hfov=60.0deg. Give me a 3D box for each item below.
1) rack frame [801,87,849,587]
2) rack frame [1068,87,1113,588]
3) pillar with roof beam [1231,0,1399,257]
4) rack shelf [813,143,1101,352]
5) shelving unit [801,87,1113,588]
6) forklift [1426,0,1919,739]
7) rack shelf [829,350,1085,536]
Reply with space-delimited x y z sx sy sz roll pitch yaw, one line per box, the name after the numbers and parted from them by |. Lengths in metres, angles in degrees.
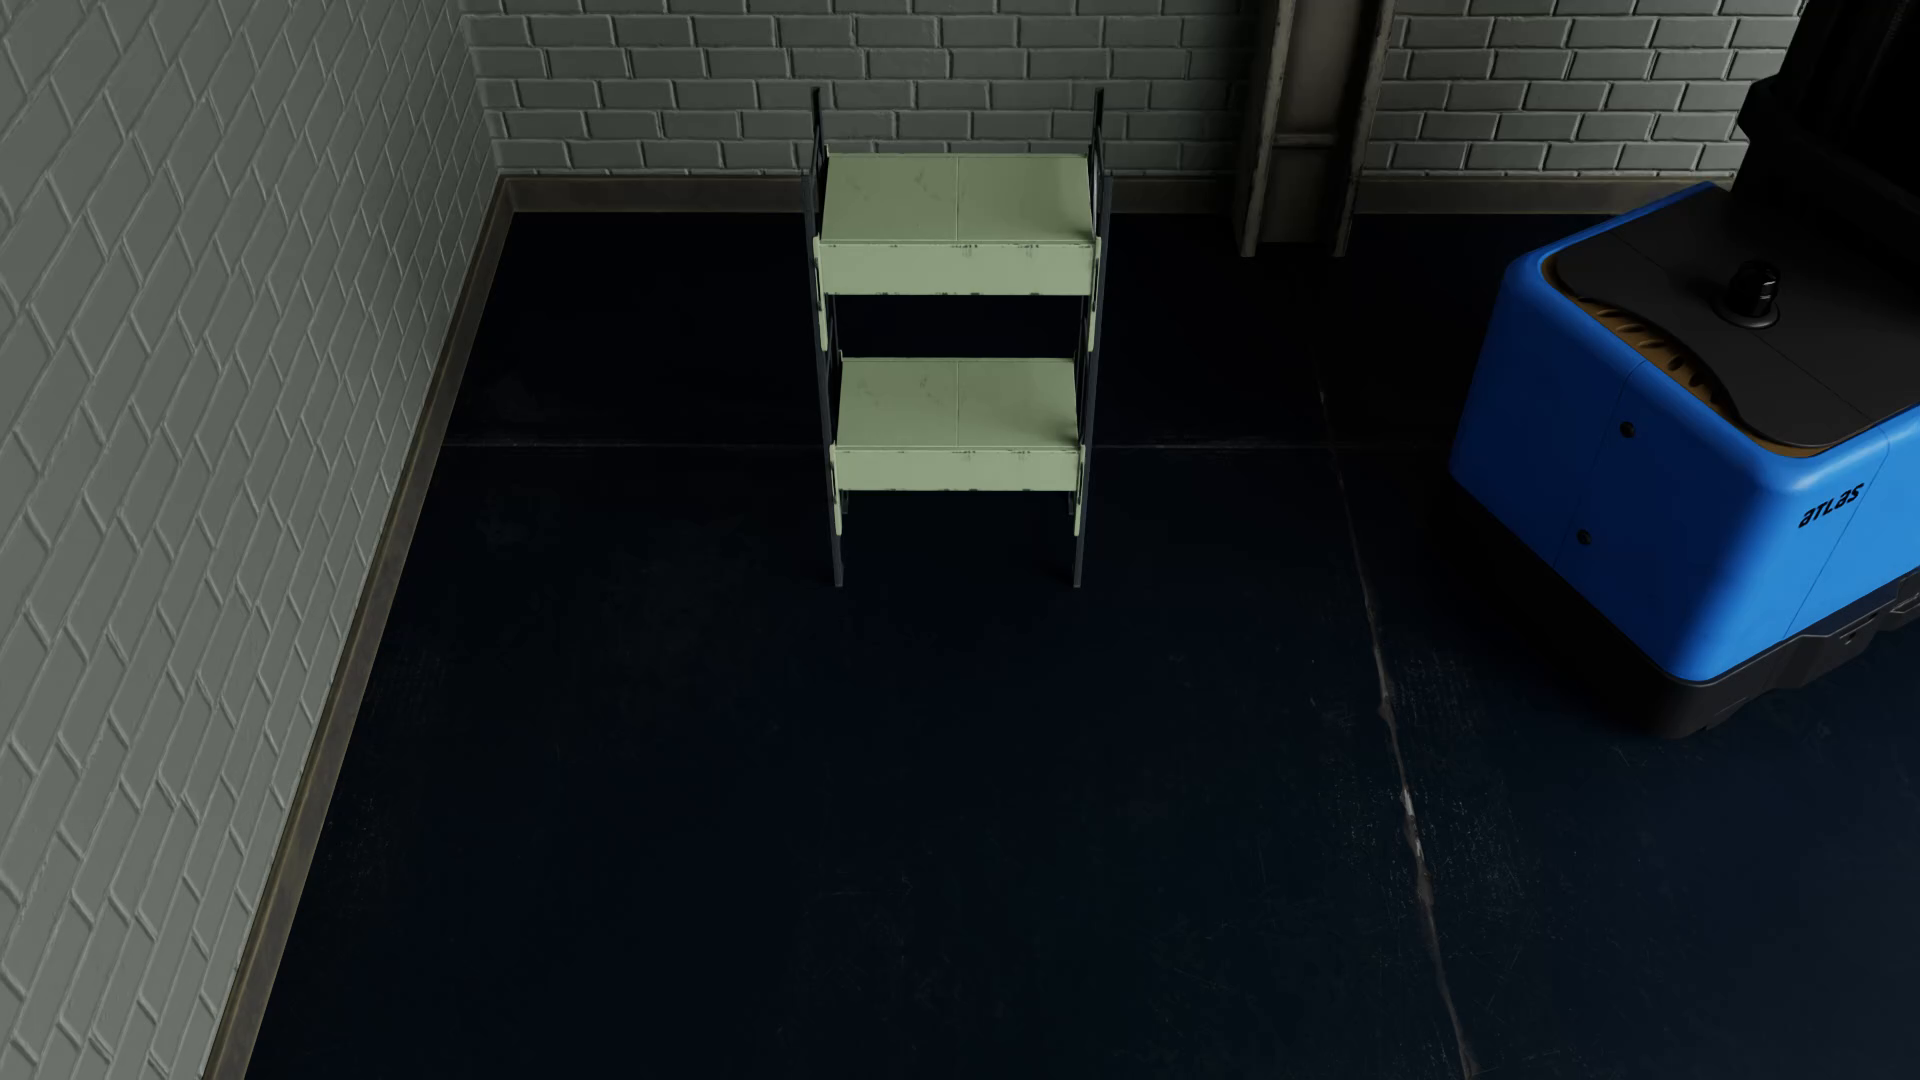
-0.373 -0.512 4.702 0.023 1.500 0.400 0 47 0 | rack frame
0.359 -0.510 4.700 0.023 1.500 0.400 0 47 0 | rack frame
1.231 -1.091 0.117 0.400 9.000 9.100 0 47 0 | pillar with roof beam
-0.007 -0.777 4.415 0.720 0.370 0.431 0 47 0 | rack shelf
-0.007 -0.511 4.701 0.755 1.500 0.431 0 47 0 | shelving unit
2.995 -1.249 4.410 3.031 2.935 1.130 -23 51 -20 | forklift
-0.007 -0.289 4.940 0.720 0.370 0.431 0 47 0 | rack shelf
